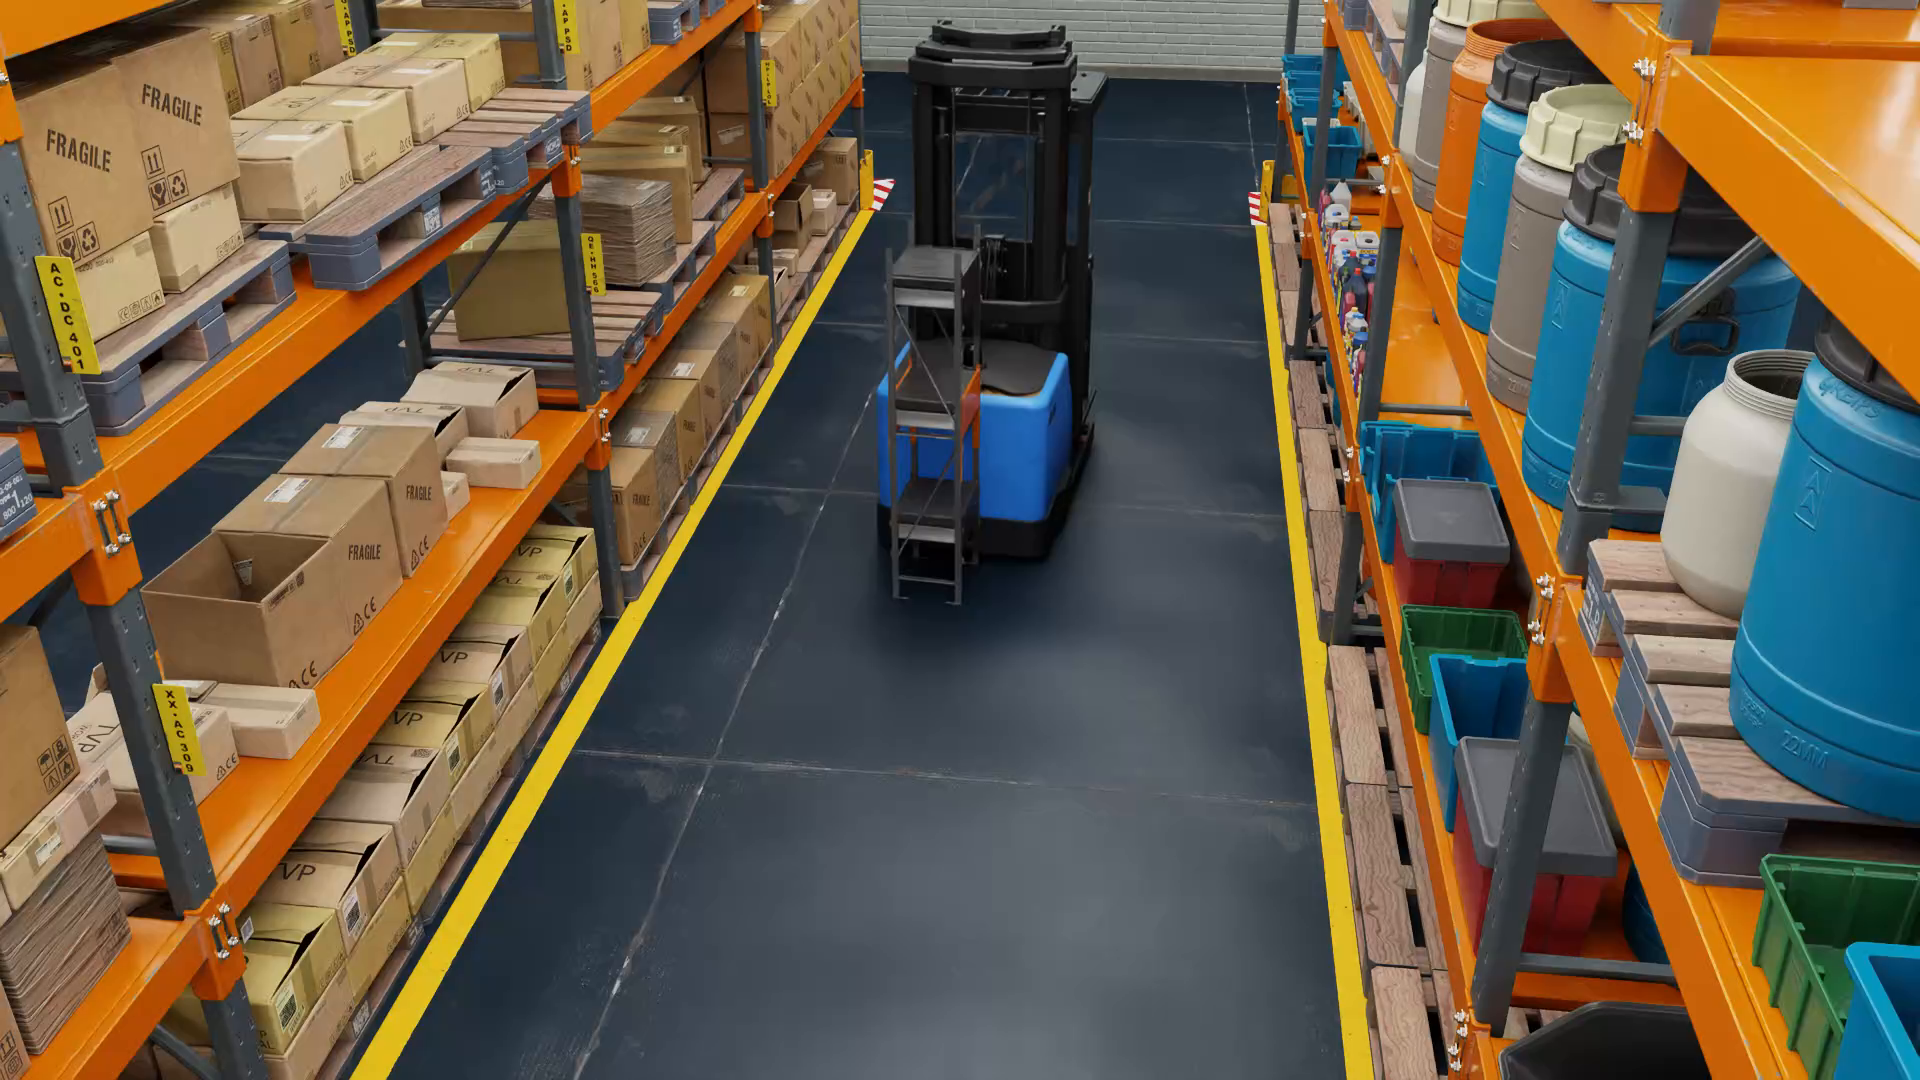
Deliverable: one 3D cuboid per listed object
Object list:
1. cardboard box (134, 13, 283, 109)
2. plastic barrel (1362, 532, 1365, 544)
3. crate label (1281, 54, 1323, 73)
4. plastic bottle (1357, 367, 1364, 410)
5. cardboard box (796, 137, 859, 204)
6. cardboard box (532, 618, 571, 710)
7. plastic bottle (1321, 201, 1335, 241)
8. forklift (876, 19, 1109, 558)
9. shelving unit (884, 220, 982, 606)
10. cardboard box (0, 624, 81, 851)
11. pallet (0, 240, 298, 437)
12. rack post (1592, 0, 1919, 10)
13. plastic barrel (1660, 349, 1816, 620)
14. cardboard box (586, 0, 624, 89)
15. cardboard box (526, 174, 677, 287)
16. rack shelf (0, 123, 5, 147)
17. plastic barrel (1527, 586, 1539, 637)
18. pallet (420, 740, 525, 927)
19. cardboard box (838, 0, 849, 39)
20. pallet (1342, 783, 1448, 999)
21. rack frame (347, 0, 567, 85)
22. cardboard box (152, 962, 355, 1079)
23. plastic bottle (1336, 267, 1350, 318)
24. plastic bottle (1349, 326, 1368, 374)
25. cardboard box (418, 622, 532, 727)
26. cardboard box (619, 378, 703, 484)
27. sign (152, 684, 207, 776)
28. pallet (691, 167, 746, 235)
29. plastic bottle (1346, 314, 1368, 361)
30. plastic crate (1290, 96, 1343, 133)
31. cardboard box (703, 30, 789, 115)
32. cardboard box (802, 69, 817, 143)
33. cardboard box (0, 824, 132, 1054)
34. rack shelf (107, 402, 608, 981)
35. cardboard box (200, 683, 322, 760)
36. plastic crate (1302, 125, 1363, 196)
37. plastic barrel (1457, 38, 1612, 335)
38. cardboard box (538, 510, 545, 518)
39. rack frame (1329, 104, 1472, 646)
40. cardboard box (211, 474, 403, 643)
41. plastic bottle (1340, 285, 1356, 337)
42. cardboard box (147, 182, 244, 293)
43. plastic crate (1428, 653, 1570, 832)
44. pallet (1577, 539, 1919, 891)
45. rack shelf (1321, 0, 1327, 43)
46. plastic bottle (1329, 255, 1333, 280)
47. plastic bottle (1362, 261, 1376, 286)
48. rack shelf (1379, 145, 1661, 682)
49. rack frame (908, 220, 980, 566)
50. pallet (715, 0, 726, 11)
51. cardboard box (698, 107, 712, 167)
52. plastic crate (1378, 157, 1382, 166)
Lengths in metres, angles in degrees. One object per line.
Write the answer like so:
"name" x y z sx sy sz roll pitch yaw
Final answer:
"cardboard box" -6.587 -4.165 14.502 0.980 0.700 0.700 2 28 4
"plastic barrel" 2.522 -0.225 9.686 0.421 0.512 0.421 0 28 0
"crate label" 3.122 -4.255 15.098 0.416 0.233 0.303 3 28 6
"plastic bottle" 2.125 -0.797 8.690 0.061 0.283 0.133 3 28 6
"cardboard box" -1.259 -3.512 15.777 0.500 0.500 0.500 3 28 6
"cardboard box" -2.299 0.607 8.416 0.500 0.250 0.500 3 28 6
"plastic bottle" 2.496 -2.148 11.210 0.097 0.271 0.097 0 28 0
"forklift" 0.310 -1.865 10.622 1.130 2.935 3.031 6 29 11
"shelving unit" -0.139 -0.682 9.301 0.431 2.100 0.503 6 29 11
"cardboard box" -2.955 0.554 4.586 0.700 0.500 0.500 3 29 6
"pallet" -2.812 -0.692 5.411 0.805 0.209 1.217 2 28 4
"rack post" 2.165 -2.411 5.027 1.013 1.000 3.121 3 28 6
"plastic barrel" 1.761 -0.114 3.575 0.421 0.512 0.421 0 28 0
"cardboard box" -2.334 -2.735 8.896 0.910 0.500 0.500 3 28 6
"cardboard box" -2.150 -1.874 10.018 0.700 0.500 0.500 9 30 16
"rack shelf" -3.152 -0.247 2.401 1.077 0.370 4.000 3 28 6
"plastic barrel" 2.486 0.203 6.567 0.433 0.535 0.433 0 28 0
"pallet" -2.708 1.263 7.684 1.003 0.211 1.213 3 28 6
"cardboard box" -1.279 -4.709 14.669 0.500 0.500 0.500 4 29 8
"pallet" 2.213 1.529 7.189 1.003 0.211 1.213 3 28 6
"rack frame" -2.417 -3.564 7.378 1.000 3.000 0.127 3 28 6
"cardboard box" -2.612 1.810 6.184 0.500 0.250 0.500 3 28 5
"plastic bottle" 2.304 -1.485 9.967 0.061 0.283 0.133 3 28 6
"plastic bottle" 2.209 -1.045 9.163 0.097 0.271 0.097 0 28 0
"cardboard box" -2.358 0.599 7.840 0.500 0.311 0.500 3 28 6
"cardboard box" -1.952 -0.696 10.552 0.500 0.500 0.500 3 28 6
"sign" -2.356 0.576 5.023 0.100 0.325 0.005 3 28 6
"pallet" -2.133 -2.351 11.654 1.003 0.211 1.213 3 28 6
"plastic bottle" 2.233 -1.137 9.334 0.097 0.271 0.097 0 28 0
"plastic crate" 2.924 -3.494 13.685 0.416 0.233 0.300 3 28 6
"cardboard box" -1.590 -3.495 12.416 0.500 0.500 0.500 4 29 8
"cardboard box" -1.471 -3.550 13.572 0.500 0.500 0.500 3 28 6
"cardboard box" -2.955 1.125 4.893 0.700 0.500 0.500 3 28 5
"rack shelf" -2.662 0.335 7.224 1.077 0.370 4.000 3 28 6
"cardboard box" -2.595 0.665 6.117 0.380 0.149 0.250 3 28 6
"plastic crate" 2.708 -2.775 12.192 0.392 0.384 0.575 3 28 6
"plastic barrel" 2.016 -1.159 5.548 0.600 0.901 0.708 3 28 6
"cardboard box" -2.535 -0.470 10.131 0.500 0.500 0.500 4 29 8
"rack frame" 2.499 -0.633 8.263 1.000 3.000 0.127 3 28 6
"cardboard box" -2.671 0.072 6.849 0.500 0.500 0.500 3 28 6
"plastic bottle" 2.265 -1.335 9.689 0.061 0.283 0.133 3 28 6
"cardboard box" -2.757 -1.028 5.548 0.500 0.250 0.500 1 28 1
"plastic crate" 1.835 0.719 5.769 0.392 0.384 0.575 3 28 6
"pallet" 2.017 0.357 3.460 1.213 0.211 1.003 3 28 6
"rack shelf" 3.234 -4.461 12.964 1.077 0.370 4.000 3 28 6
"plastic bottle" 2.399 -1.744 10.534 0.097 0.201 0.097 0 28 0
"plastic bottle" 2.490 -1.566 10.129 0.097 0.271 0.097 0 28 0
"rack shelf" 2.254 -0.696 5.975 1.077 0.370 4.000 3 28 6
"rack frame" -0.087 -0.795 9.511 0.400 2.100 0.015 6 29 11
"pallet" -2.076 -3.741 11.066 1.213 0.211 1.003 3 28 6
"cardboard box" -2.120 -3.100 12.736 0.500 0.500 0.500 4 29 7
"plastic crate" 3.347 -2.976 12.481 0.402 0.464 0.583 3 28 6
